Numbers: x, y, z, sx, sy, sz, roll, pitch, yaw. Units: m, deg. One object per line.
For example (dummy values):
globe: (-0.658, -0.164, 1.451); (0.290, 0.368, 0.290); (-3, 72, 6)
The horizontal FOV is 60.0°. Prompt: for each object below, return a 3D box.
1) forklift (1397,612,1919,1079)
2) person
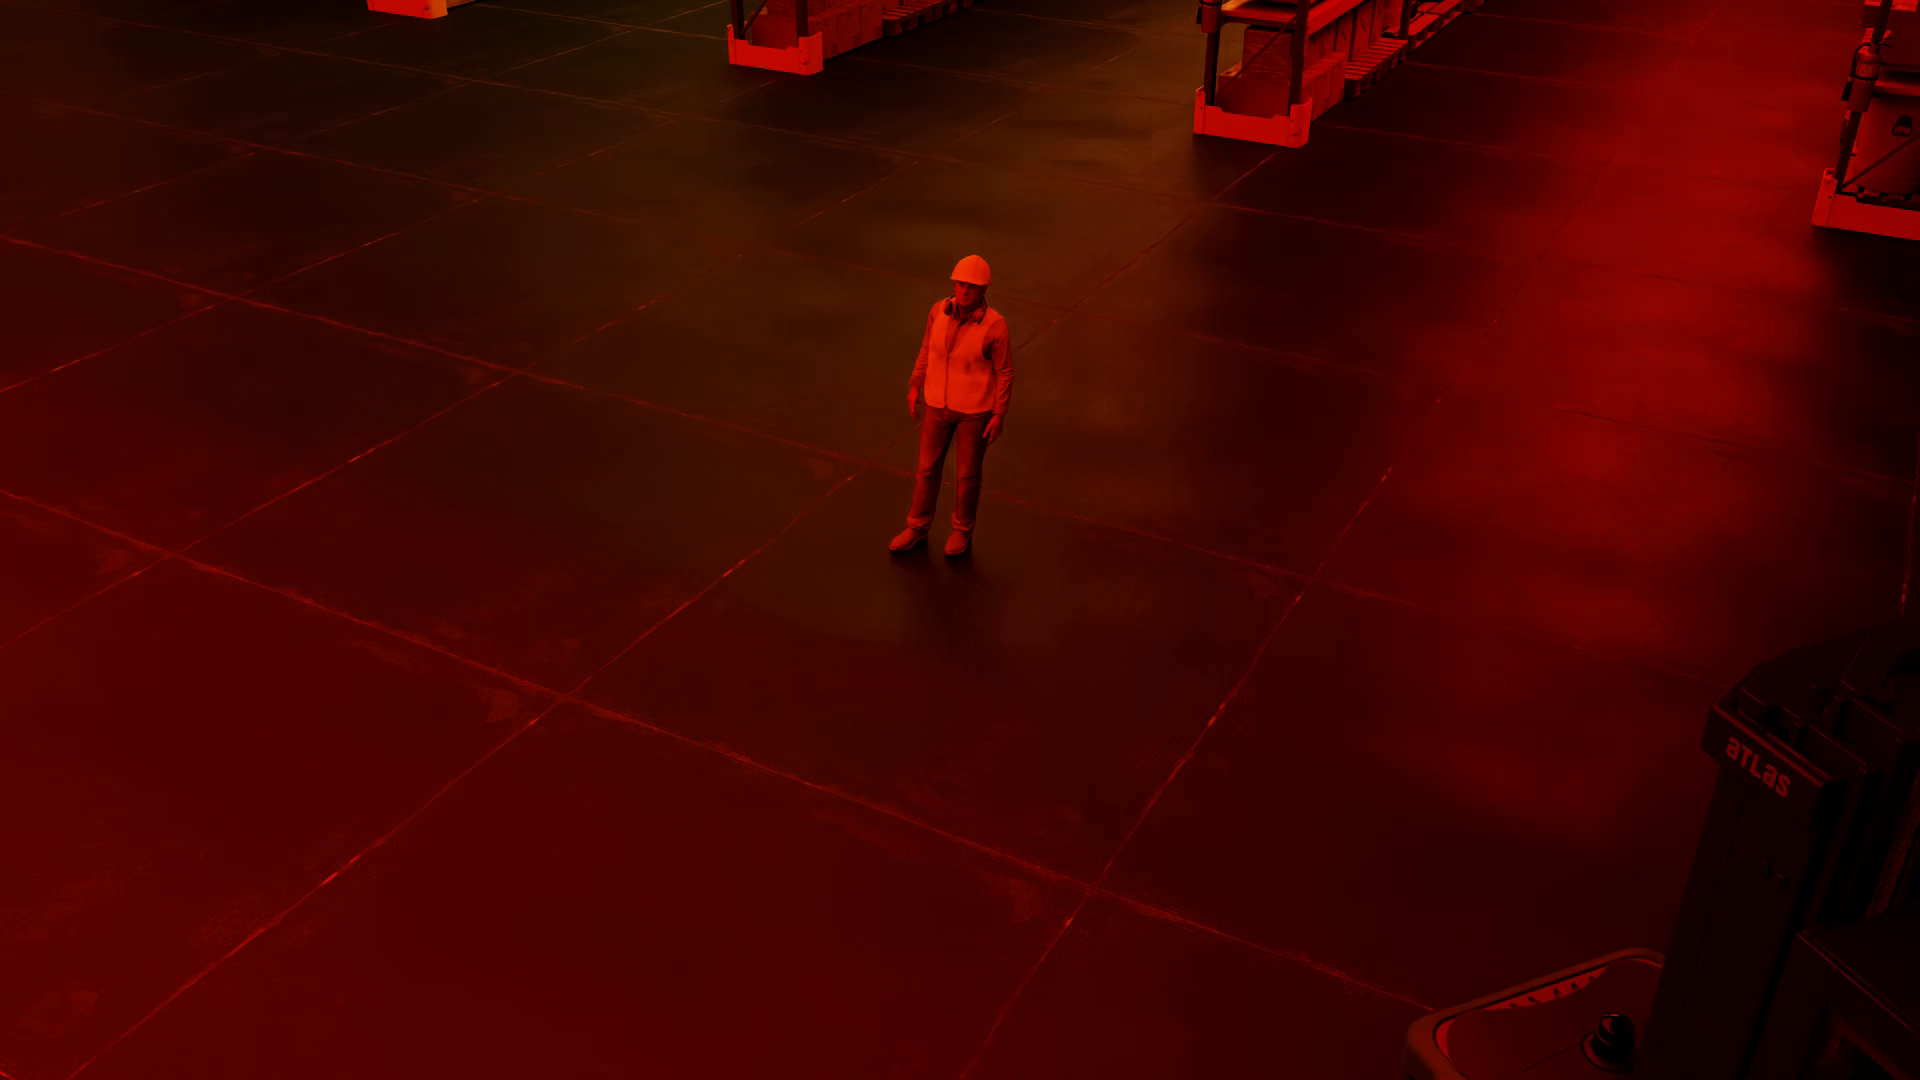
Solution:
forklift: (2.409, 1.769, 4.005); (1.130, 2.935, 3.031); (-12, 32, -19)
person: (-0.037, -0.750, 9.512); (0.632, 1.773, 0.568); (15, 33, 25)
